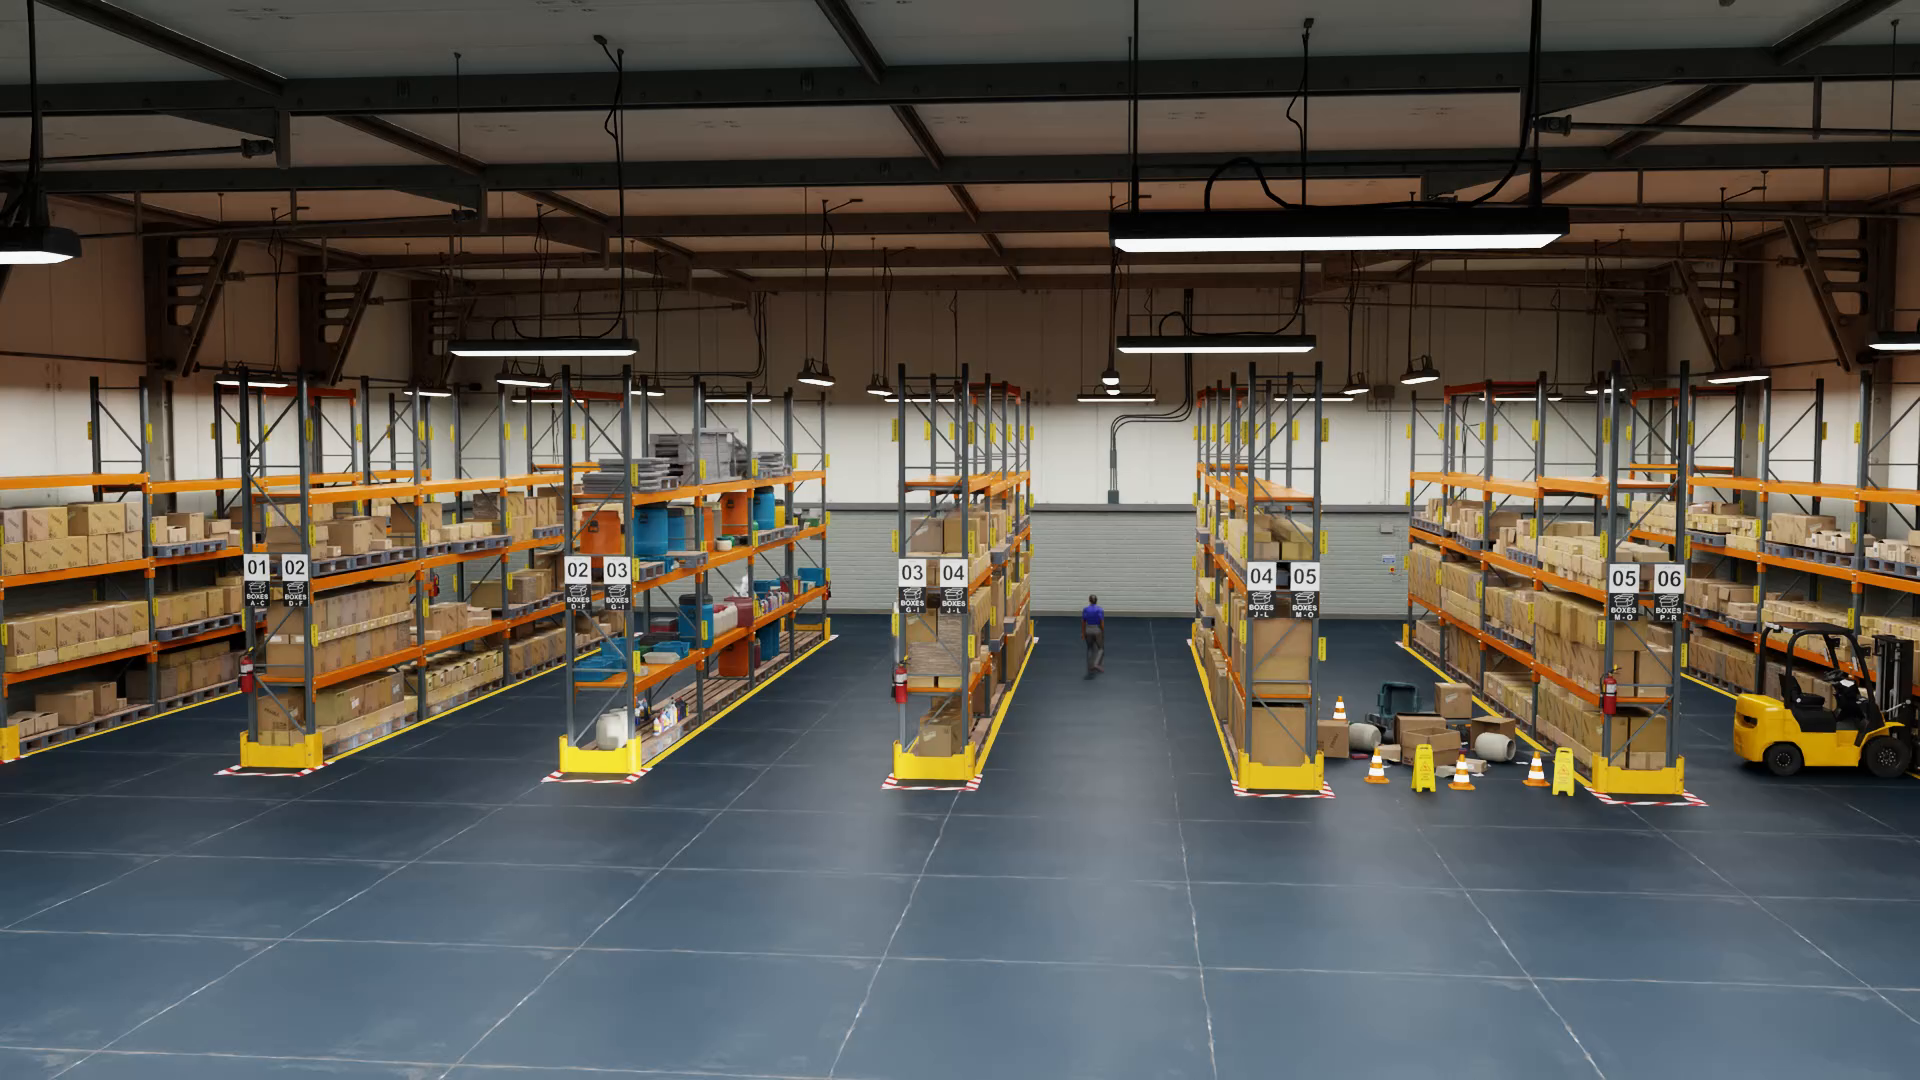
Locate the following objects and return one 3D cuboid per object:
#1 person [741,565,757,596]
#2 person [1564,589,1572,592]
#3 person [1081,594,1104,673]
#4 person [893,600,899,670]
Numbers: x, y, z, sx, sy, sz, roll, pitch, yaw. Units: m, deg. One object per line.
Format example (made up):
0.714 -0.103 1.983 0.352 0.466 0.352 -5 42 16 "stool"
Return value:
-5.445 1.437 42.814 1.035 1.625 0.471 2 4 32 "person"
13.910 1.748 37.907 0.876 1.625 0.497 4 5 44 "person"
2.770 1.957 34.562 0.532 1.662 0.522 1 4 20 "person"
-1.069 1.785 33.710 0.572 1.727 0.556 1 4 11 "person"
